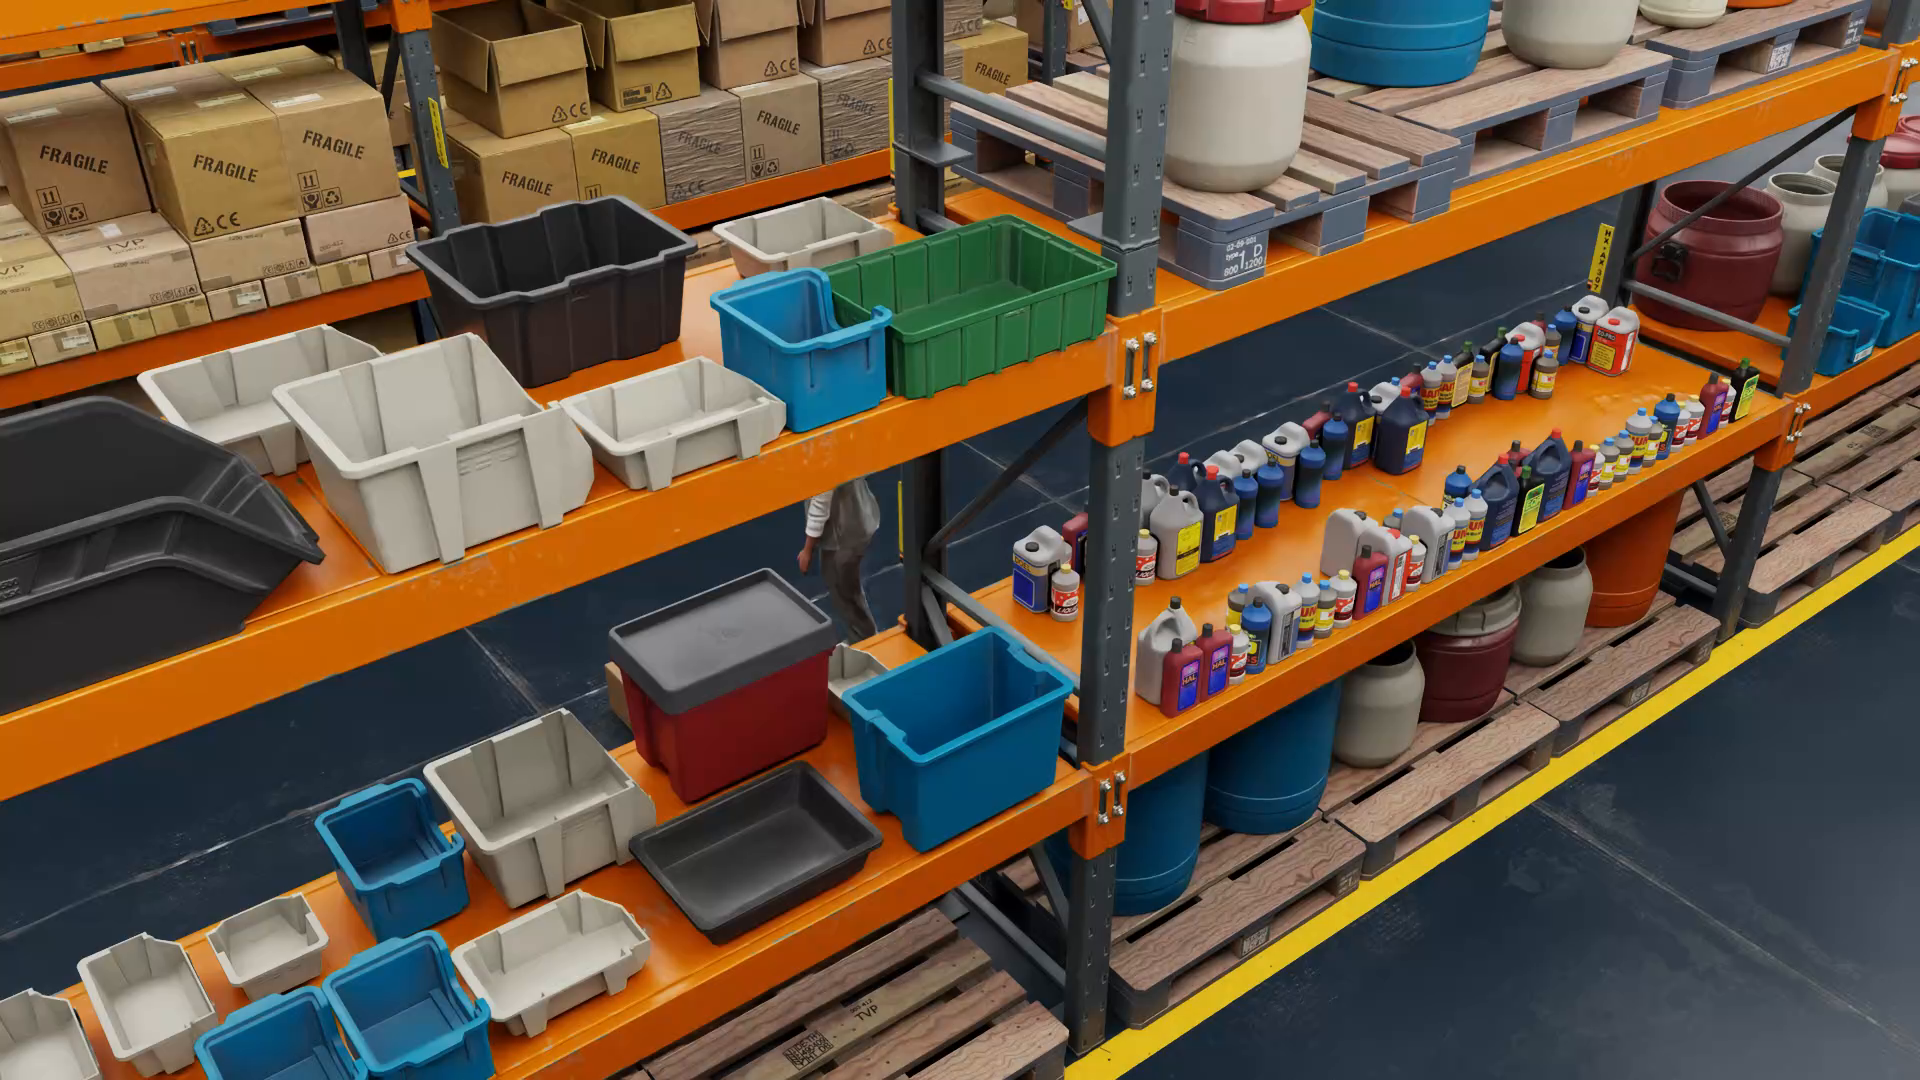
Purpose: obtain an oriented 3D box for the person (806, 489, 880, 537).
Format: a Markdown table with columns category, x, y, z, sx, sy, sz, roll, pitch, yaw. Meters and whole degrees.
| category | x | y | z | sx | sy | sz | roll | pitch | yaw |
| --- | --- | --- | --- | --- | --- | --- | --- | --- | --- |
| person | -0.511 | -0.272 | 7.012 | 0.301 | 0.544 | 0.443 | 8 | 33 | 12 |
